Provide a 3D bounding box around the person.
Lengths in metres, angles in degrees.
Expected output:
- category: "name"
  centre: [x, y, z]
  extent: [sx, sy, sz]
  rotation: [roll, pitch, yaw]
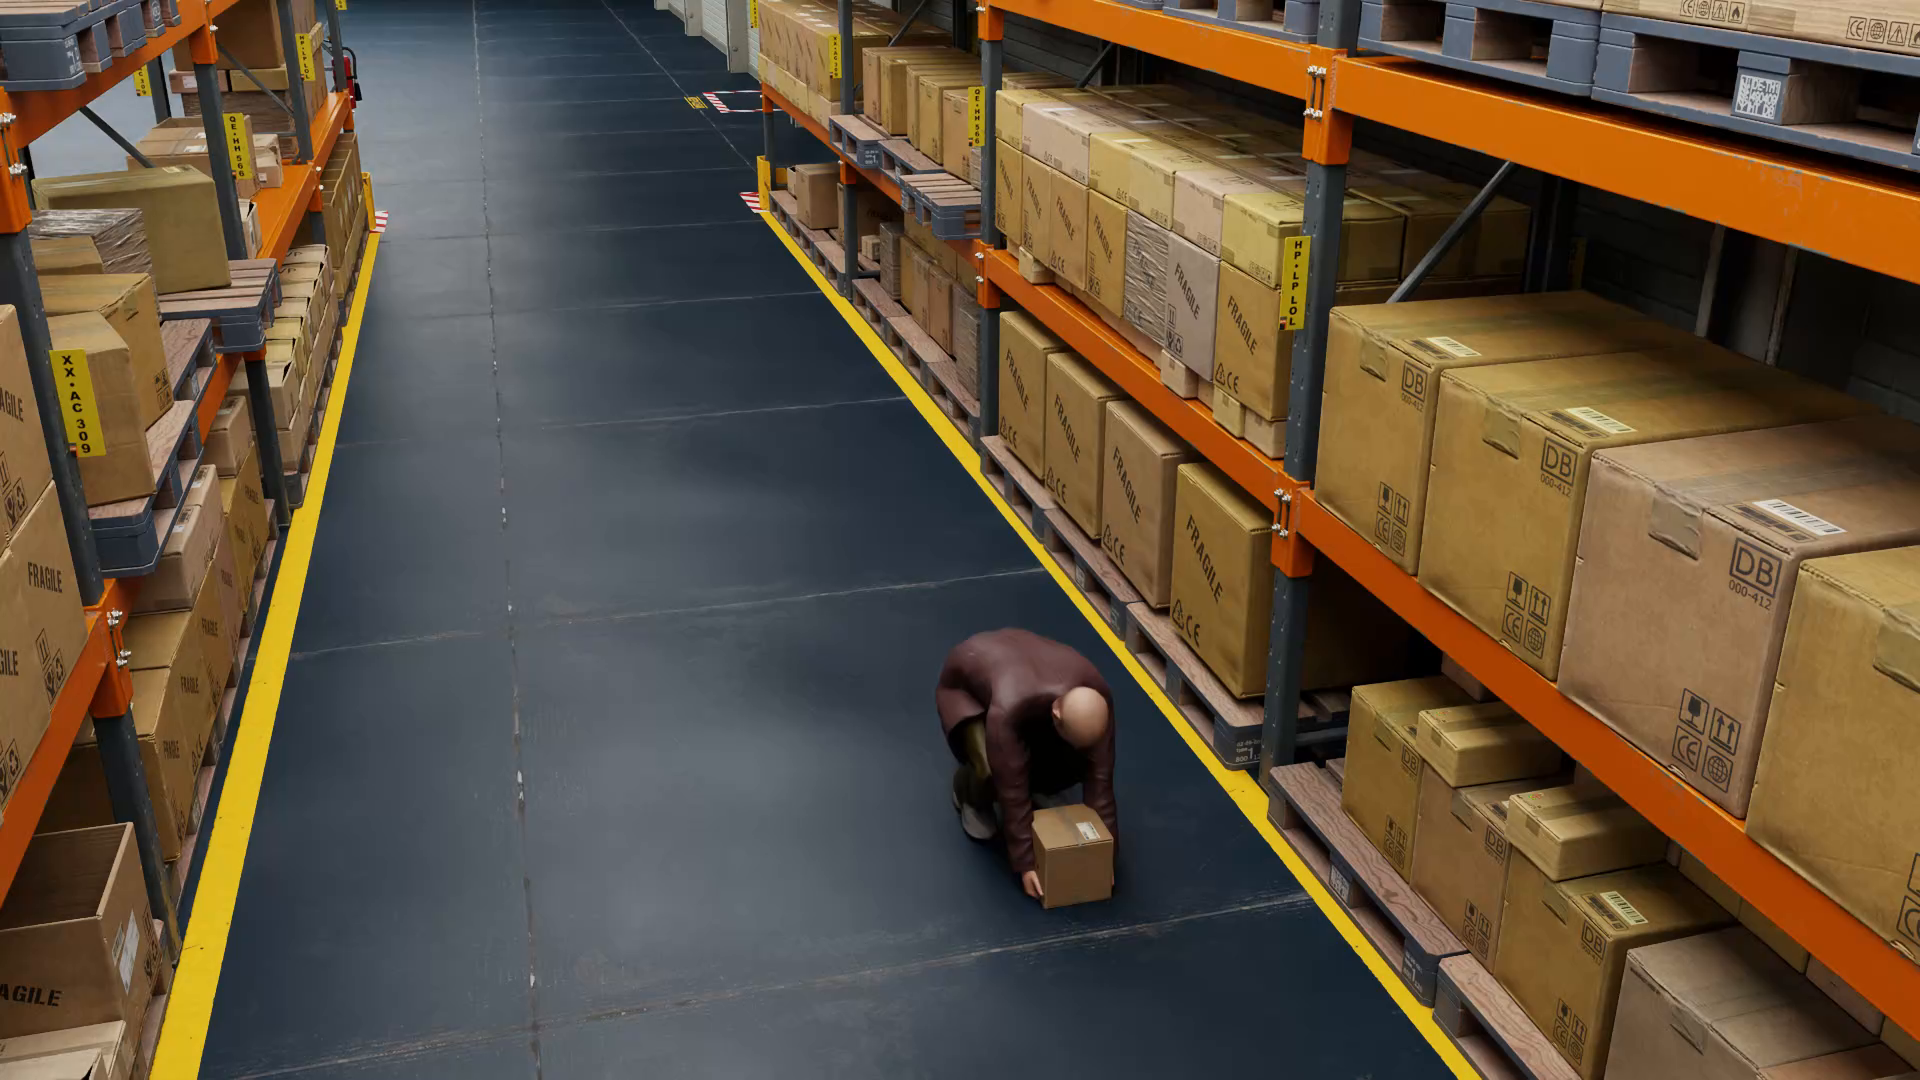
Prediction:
- category: "person"
  centre: [0.247, 0.760, 6.106]
  extent: [0.577, 0.804, 0.953]
  rotation: [-9, 24, -20]
